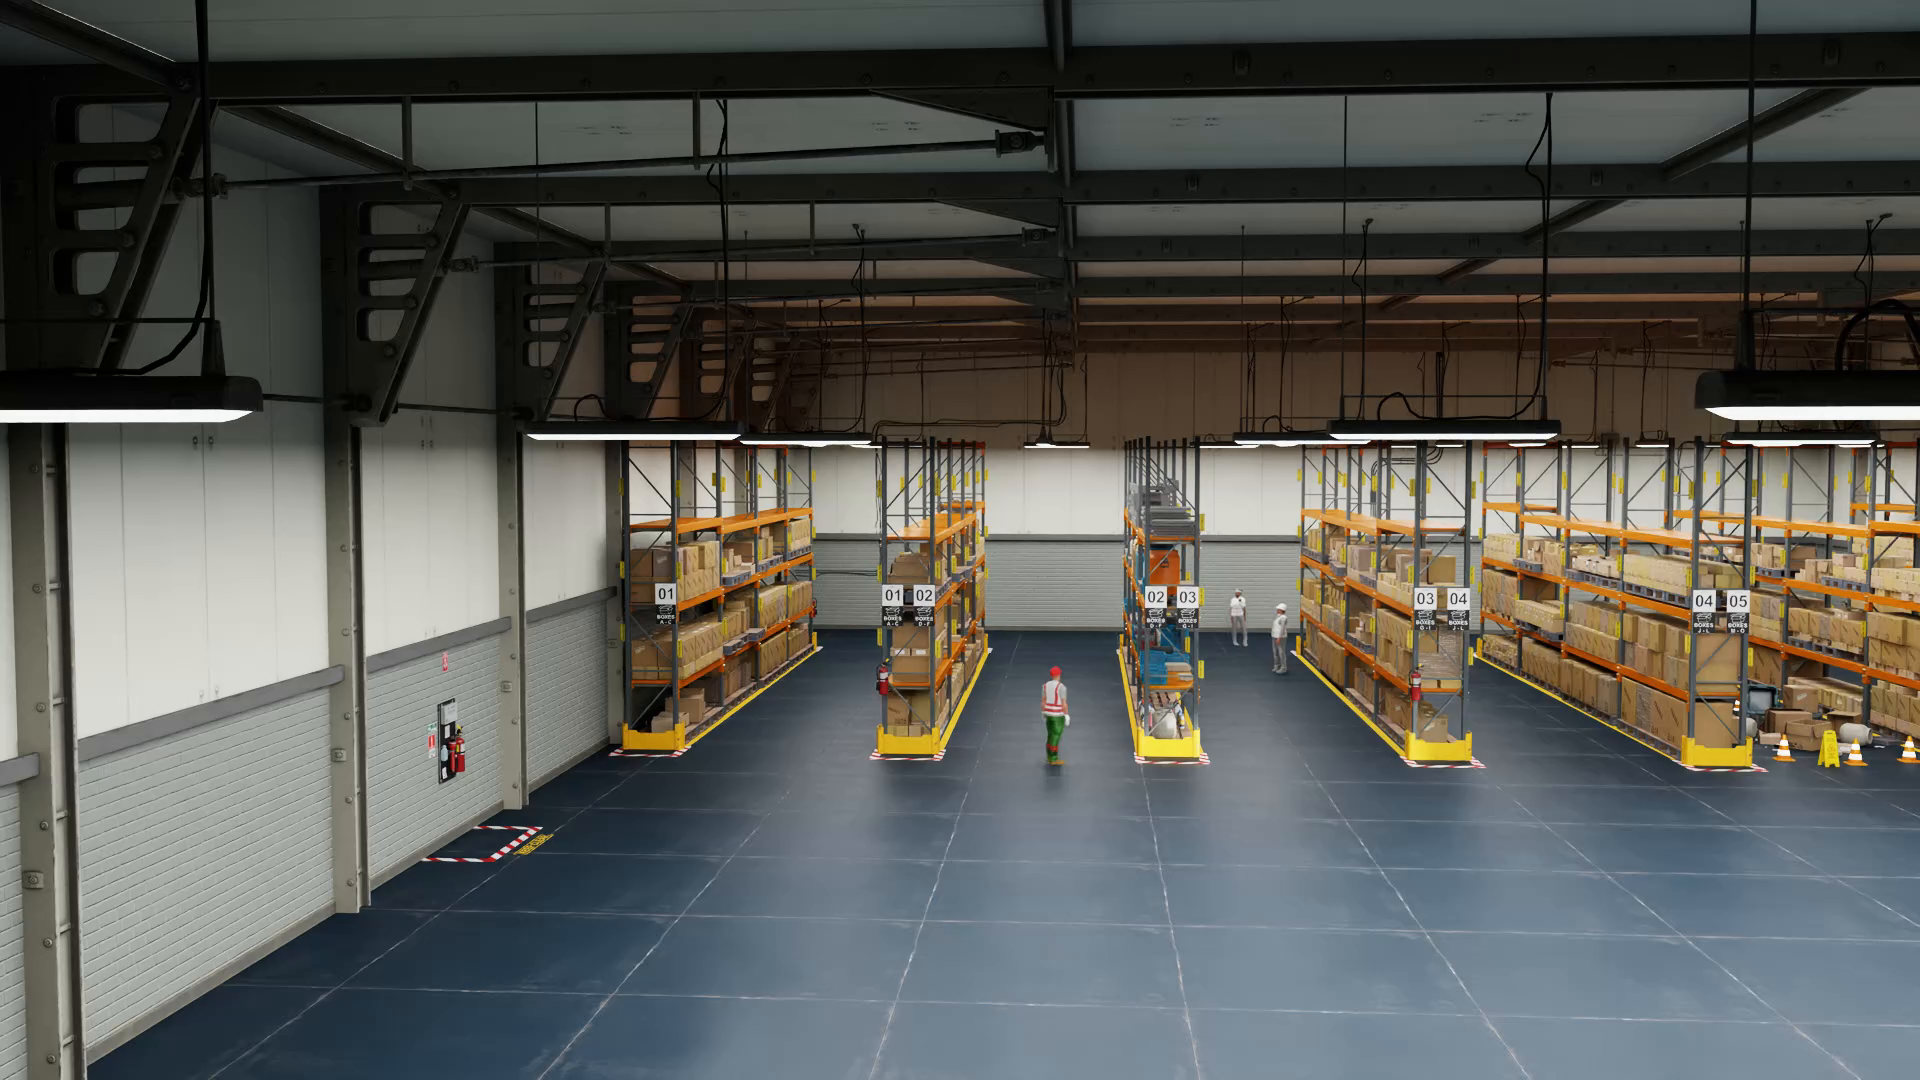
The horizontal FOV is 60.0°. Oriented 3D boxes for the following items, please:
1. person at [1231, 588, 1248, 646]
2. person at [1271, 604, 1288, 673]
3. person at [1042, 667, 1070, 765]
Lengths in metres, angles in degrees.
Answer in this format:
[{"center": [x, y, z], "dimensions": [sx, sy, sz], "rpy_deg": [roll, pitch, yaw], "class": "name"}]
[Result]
[{"center": [8.240, 2.263, 49.042], "dimensions": [0.523, 1.695, 0.395], "rpy_deg": [1, 3, 15], "class": "person"}, {"center": [8.277, 2.533, 43.065], "dimensions": [0.423, 1.779, 0.540], "rpy_deg": [-1, 3, -22], "class": "person"}, {"center": [1.790, 3.212, 30.419], "dimensions": [0.467, 1.812, 0.639], "rpy_deg": [-2, 4, -37], "class": "person"}]
